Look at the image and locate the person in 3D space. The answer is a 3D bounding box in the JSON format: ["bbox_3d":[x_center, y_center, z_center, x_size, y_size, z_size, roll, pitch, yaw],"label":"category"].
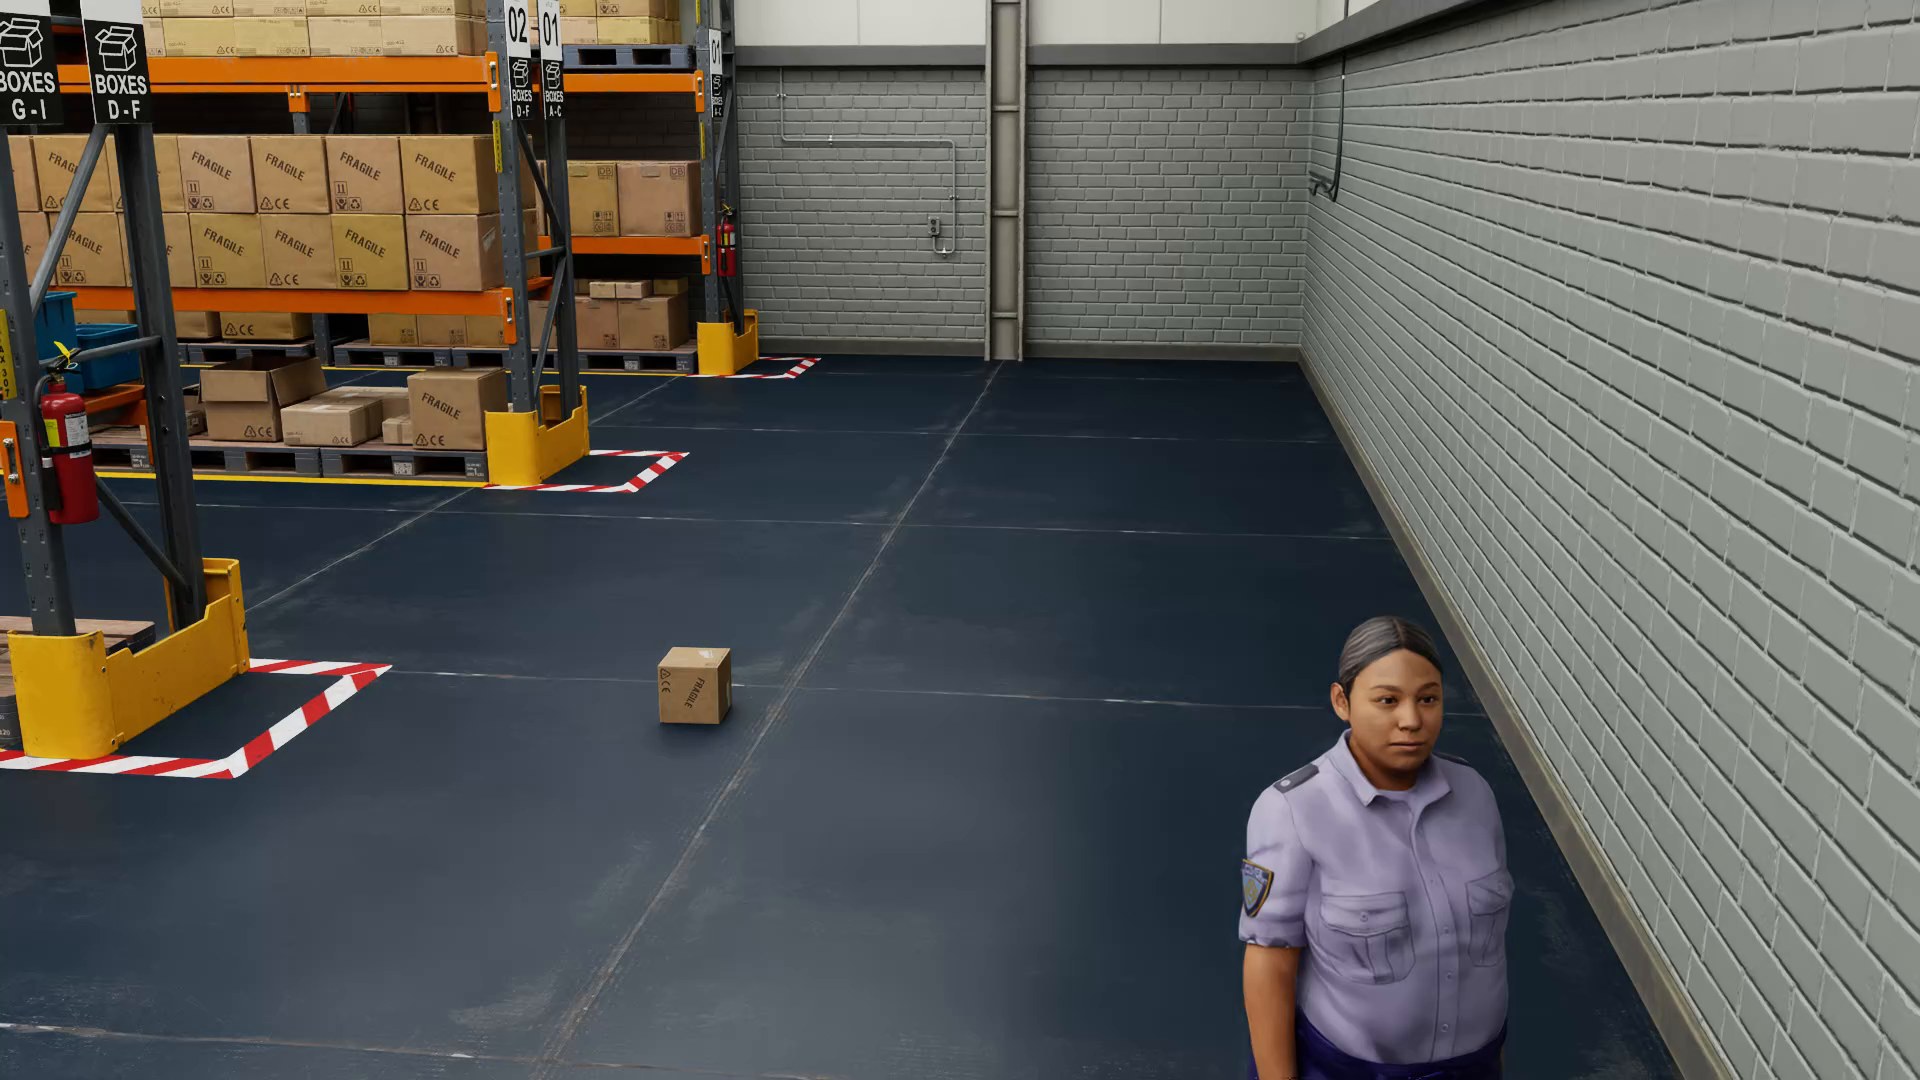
[{"bbox_3d":[0.699,0.944,2.772,0.492,1.660,0.393,-5,15,-17],"label":"person"}]
